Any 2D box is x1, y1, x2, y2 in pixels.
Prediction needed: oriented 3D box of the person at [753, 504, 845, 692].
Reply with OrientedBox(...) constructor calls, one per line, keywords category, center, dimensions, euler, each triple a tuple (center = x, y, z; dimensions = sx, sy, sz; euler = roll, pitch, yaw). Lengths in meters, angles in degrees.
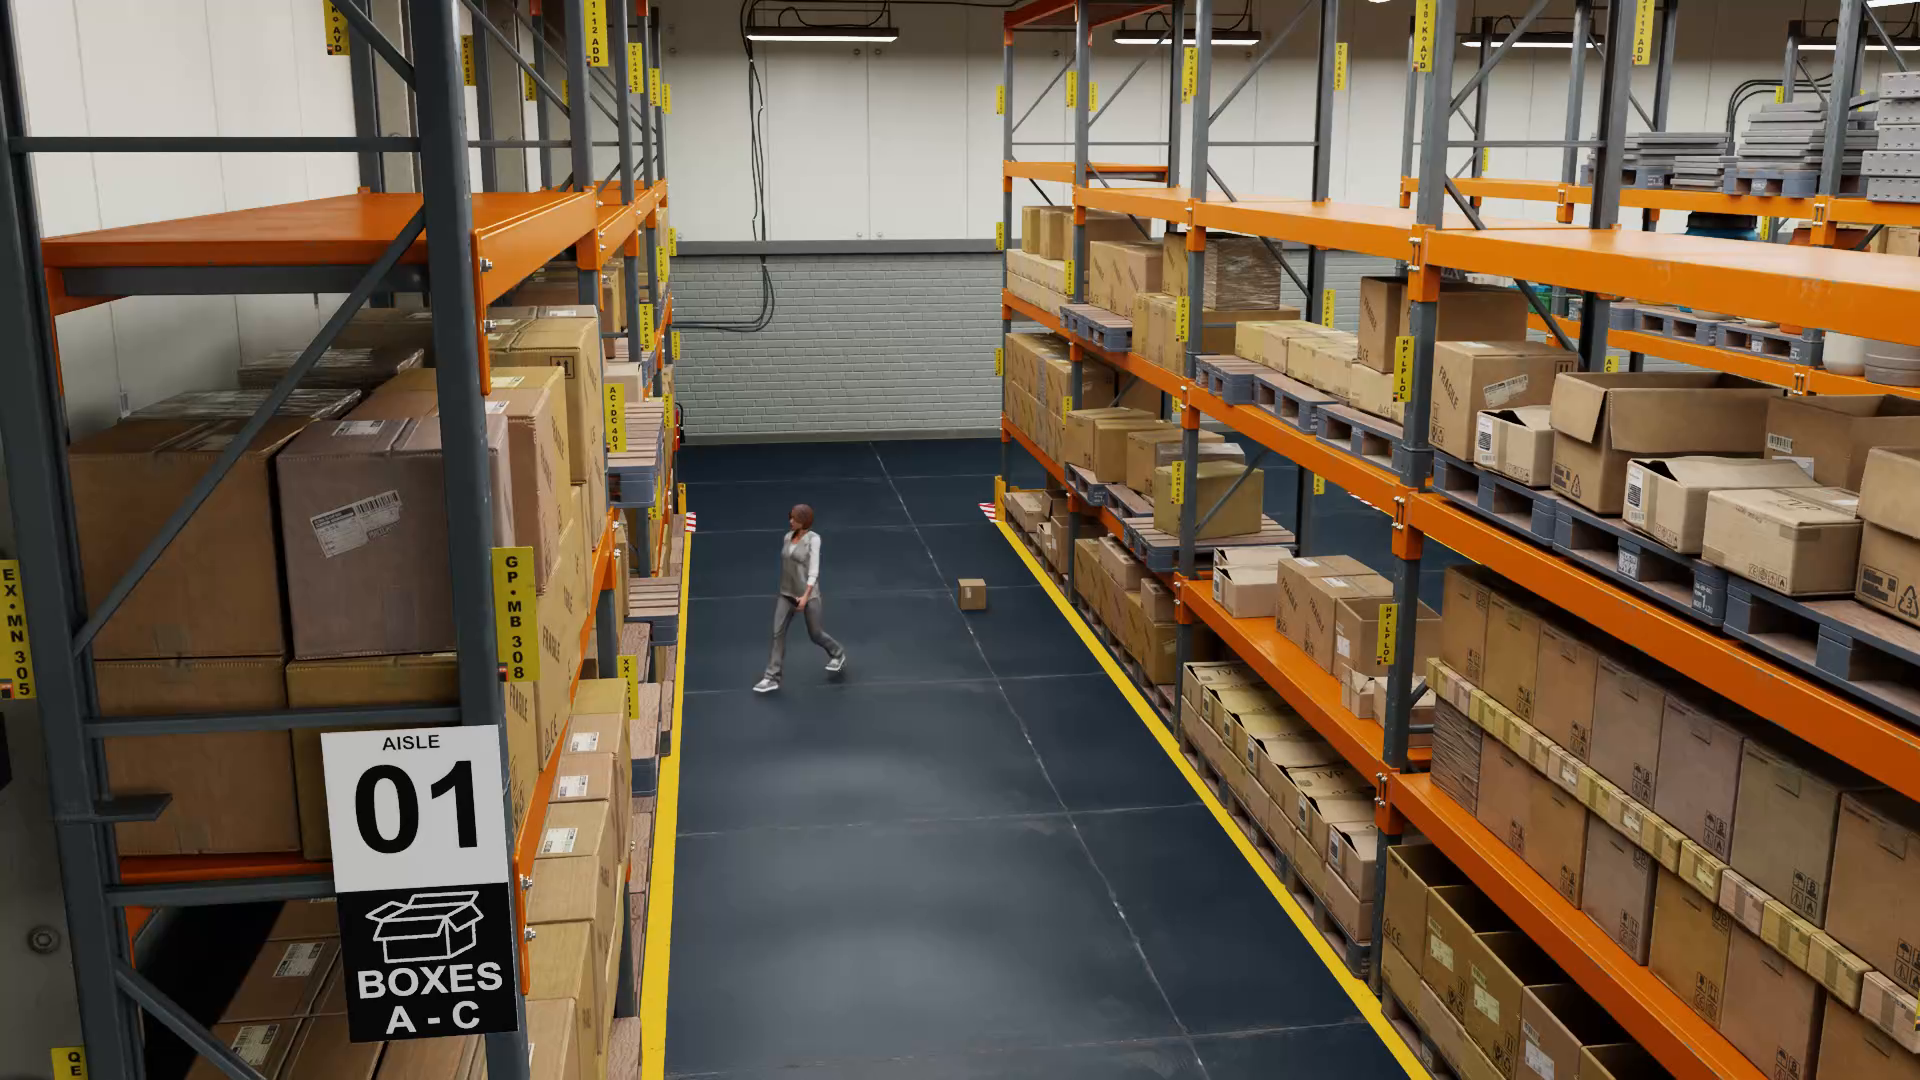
OrientedBox(category="person", center=(-1.363, 0.470, 14.043), dimensions=(0.410, 1.543, 0.902), euler=(8, 15, 29))
